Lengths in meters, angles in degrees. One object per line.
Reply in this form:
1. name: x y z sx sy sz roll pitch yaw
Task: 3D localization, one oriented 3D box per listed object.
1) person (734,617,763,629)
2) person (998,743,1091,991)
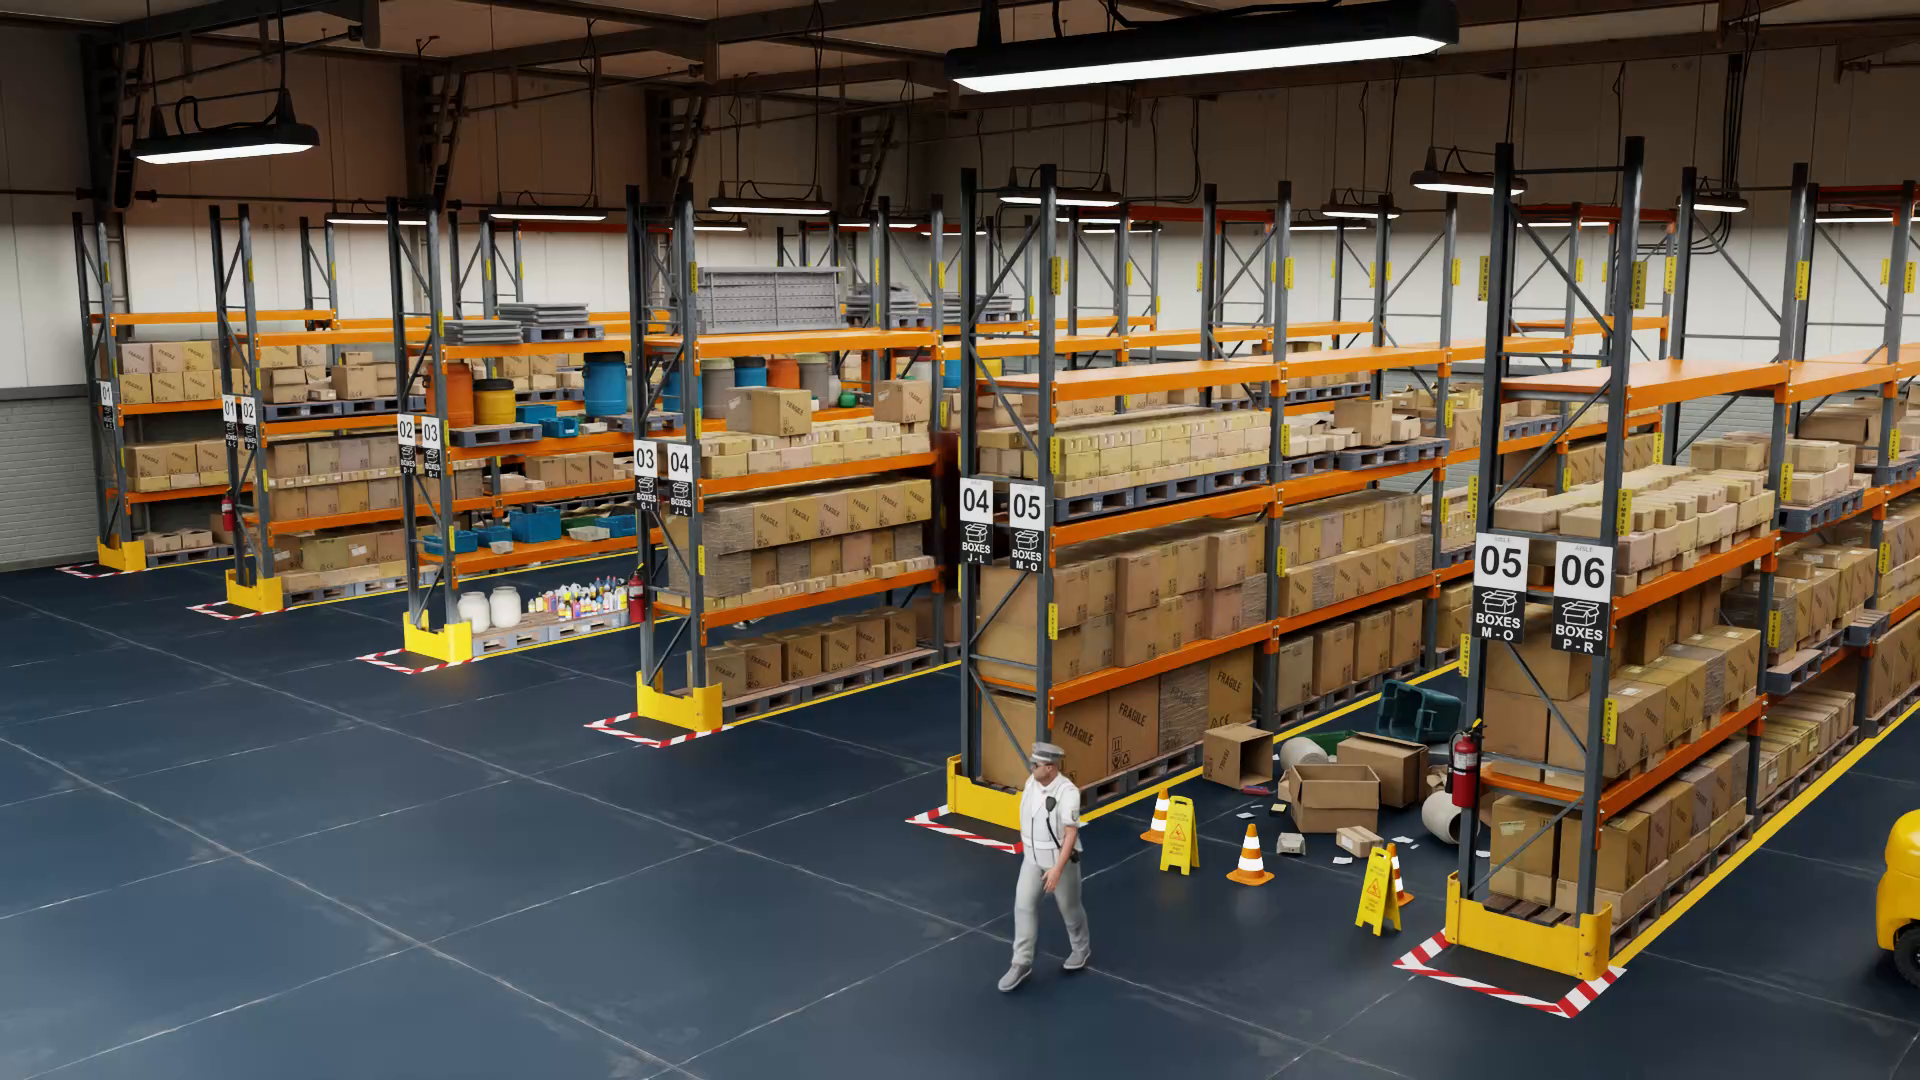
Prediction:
1. person: -2.852 0.401 22.231 0.476 1.564 0.862 4 10 21
2. person: 0.615 2.324 12.050 0.560 1.747 0.861 8 12 40
